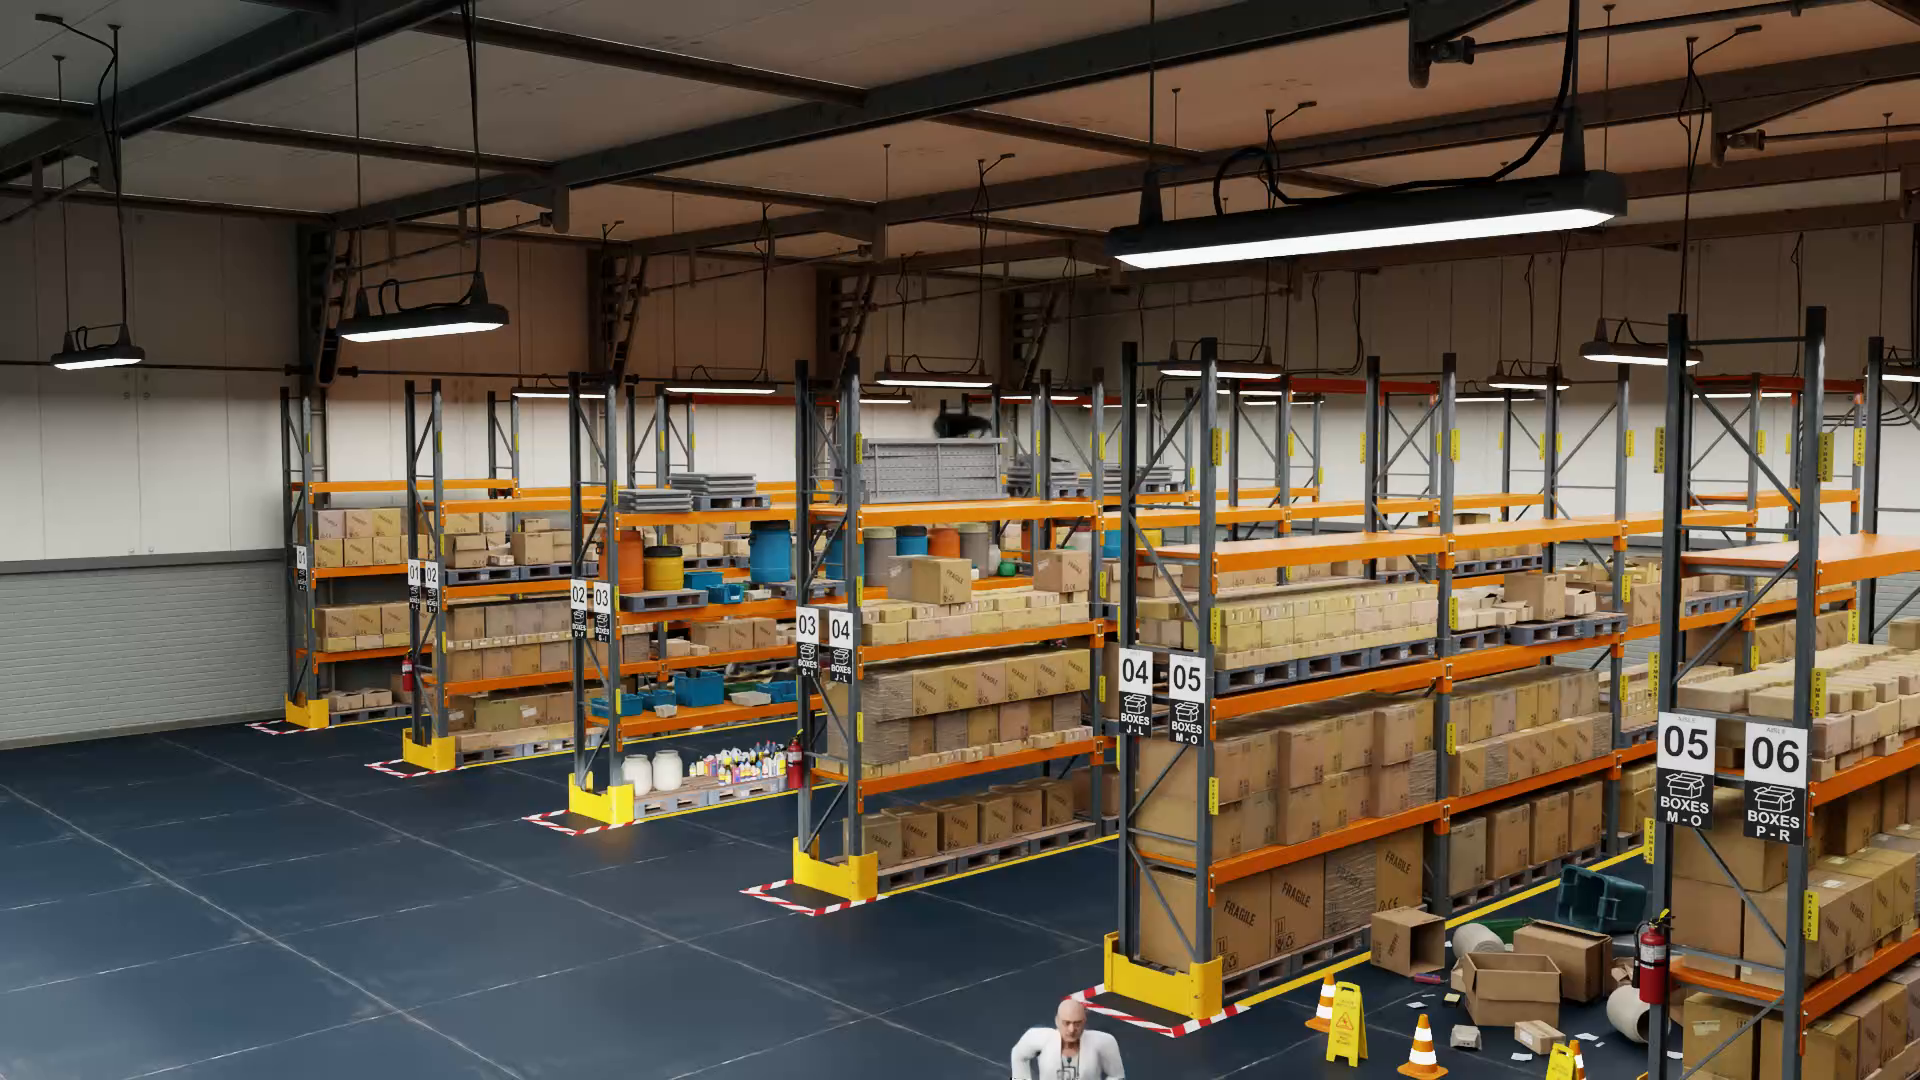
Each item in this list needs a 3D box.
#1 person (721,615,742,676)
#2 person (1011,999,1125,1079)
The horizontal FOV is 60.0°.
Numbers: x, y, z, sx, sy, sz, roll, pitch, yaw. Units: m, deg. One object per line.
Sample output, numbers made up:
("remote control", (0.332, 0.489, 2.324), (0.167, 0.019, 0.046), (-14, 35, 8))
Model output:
("person", (-4.287, 2.258, 31.852), (0.680, 1.770, 1.126), (3, 5, 44))
("person", (0.671, 3.660, 10.465), (0.694, 1.711, 0.793), (0, 4, -2))
